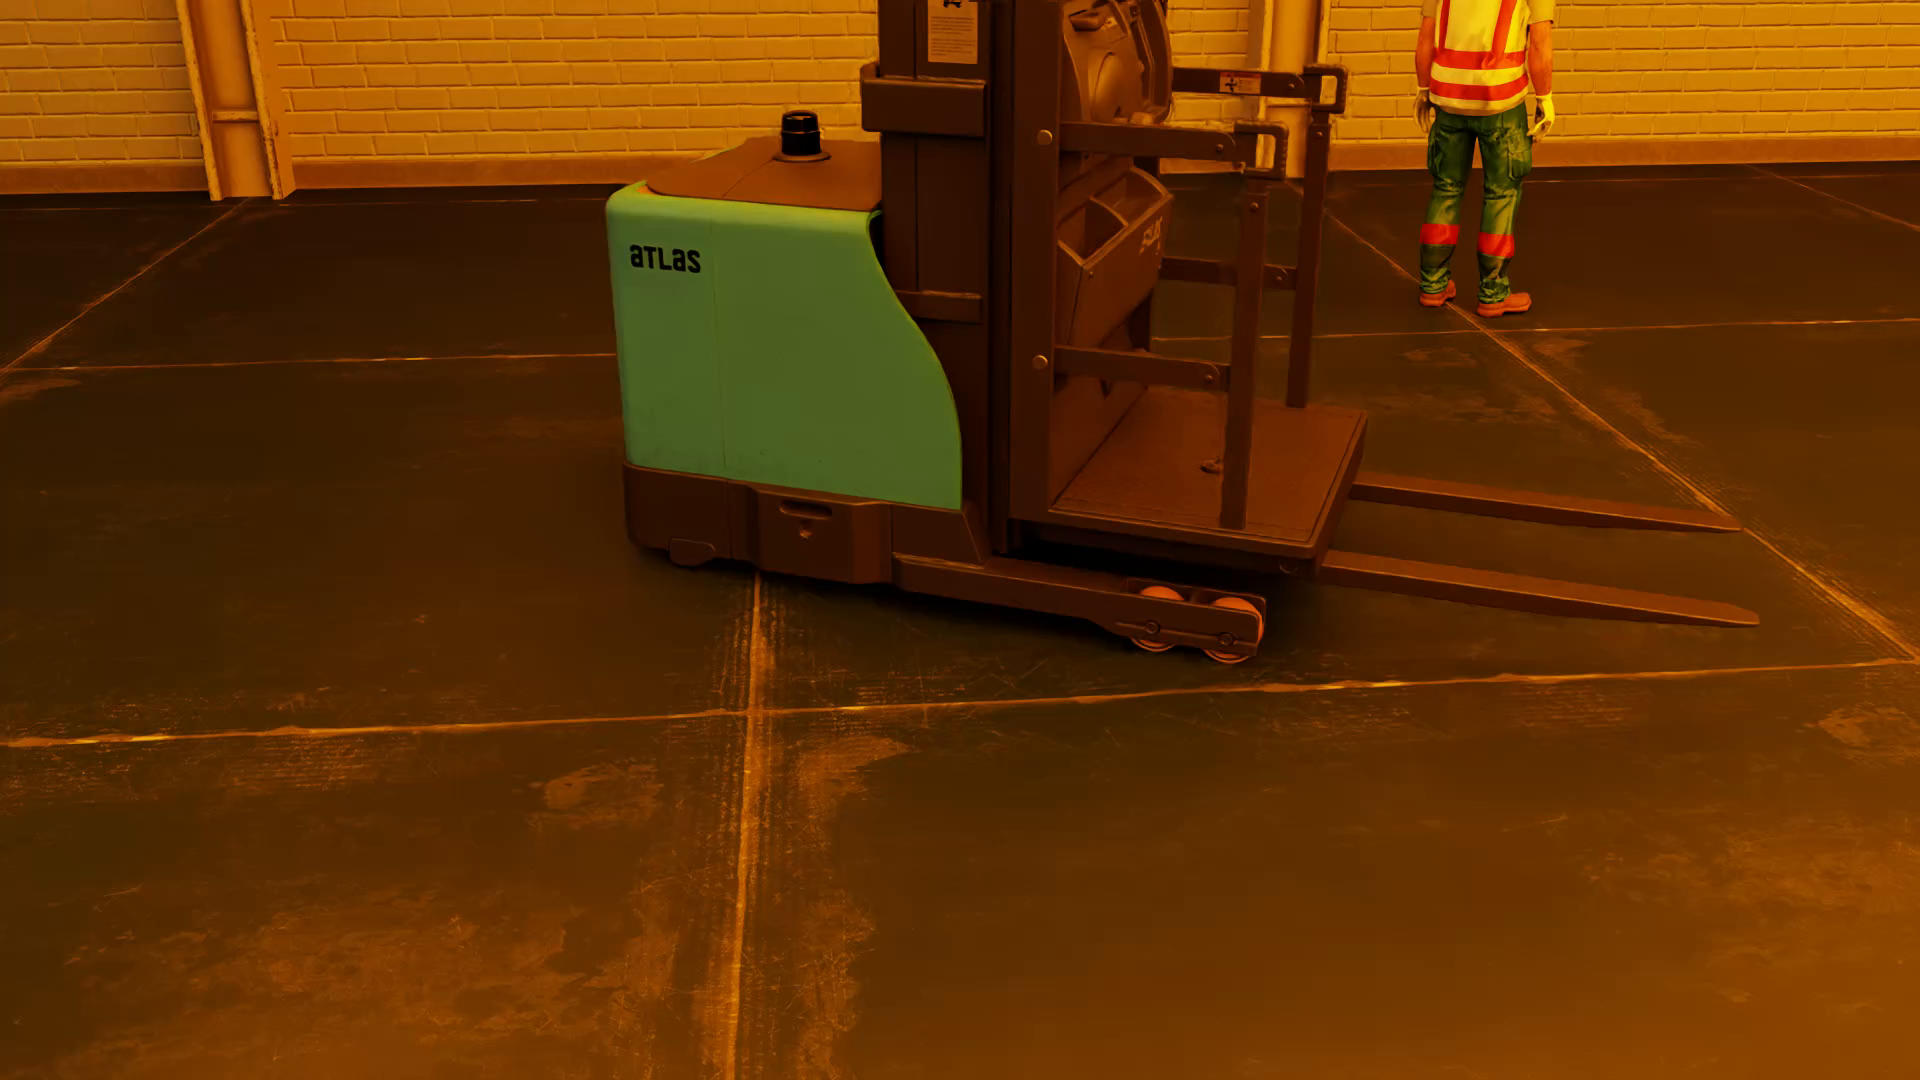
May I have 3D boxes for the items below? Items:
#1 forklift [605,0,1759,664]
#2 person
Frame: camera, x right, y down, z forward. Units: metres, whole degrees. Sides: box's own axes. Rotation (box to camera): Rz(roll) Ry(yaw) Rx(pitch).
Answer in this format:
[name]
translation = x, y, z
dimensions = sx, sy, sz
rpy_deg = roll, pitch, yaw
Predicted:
[forklift]
translation = 0.600, -1.266, 4.238
dimensions = 3.031, 2.935, 1.130
rpy_deg = 8, 25, 18
[person]
translation = 2.214, -1.860, 7.047
dimensions = 0.615, 1.778, 0.453
rpy_deg = 18, 29, 35
